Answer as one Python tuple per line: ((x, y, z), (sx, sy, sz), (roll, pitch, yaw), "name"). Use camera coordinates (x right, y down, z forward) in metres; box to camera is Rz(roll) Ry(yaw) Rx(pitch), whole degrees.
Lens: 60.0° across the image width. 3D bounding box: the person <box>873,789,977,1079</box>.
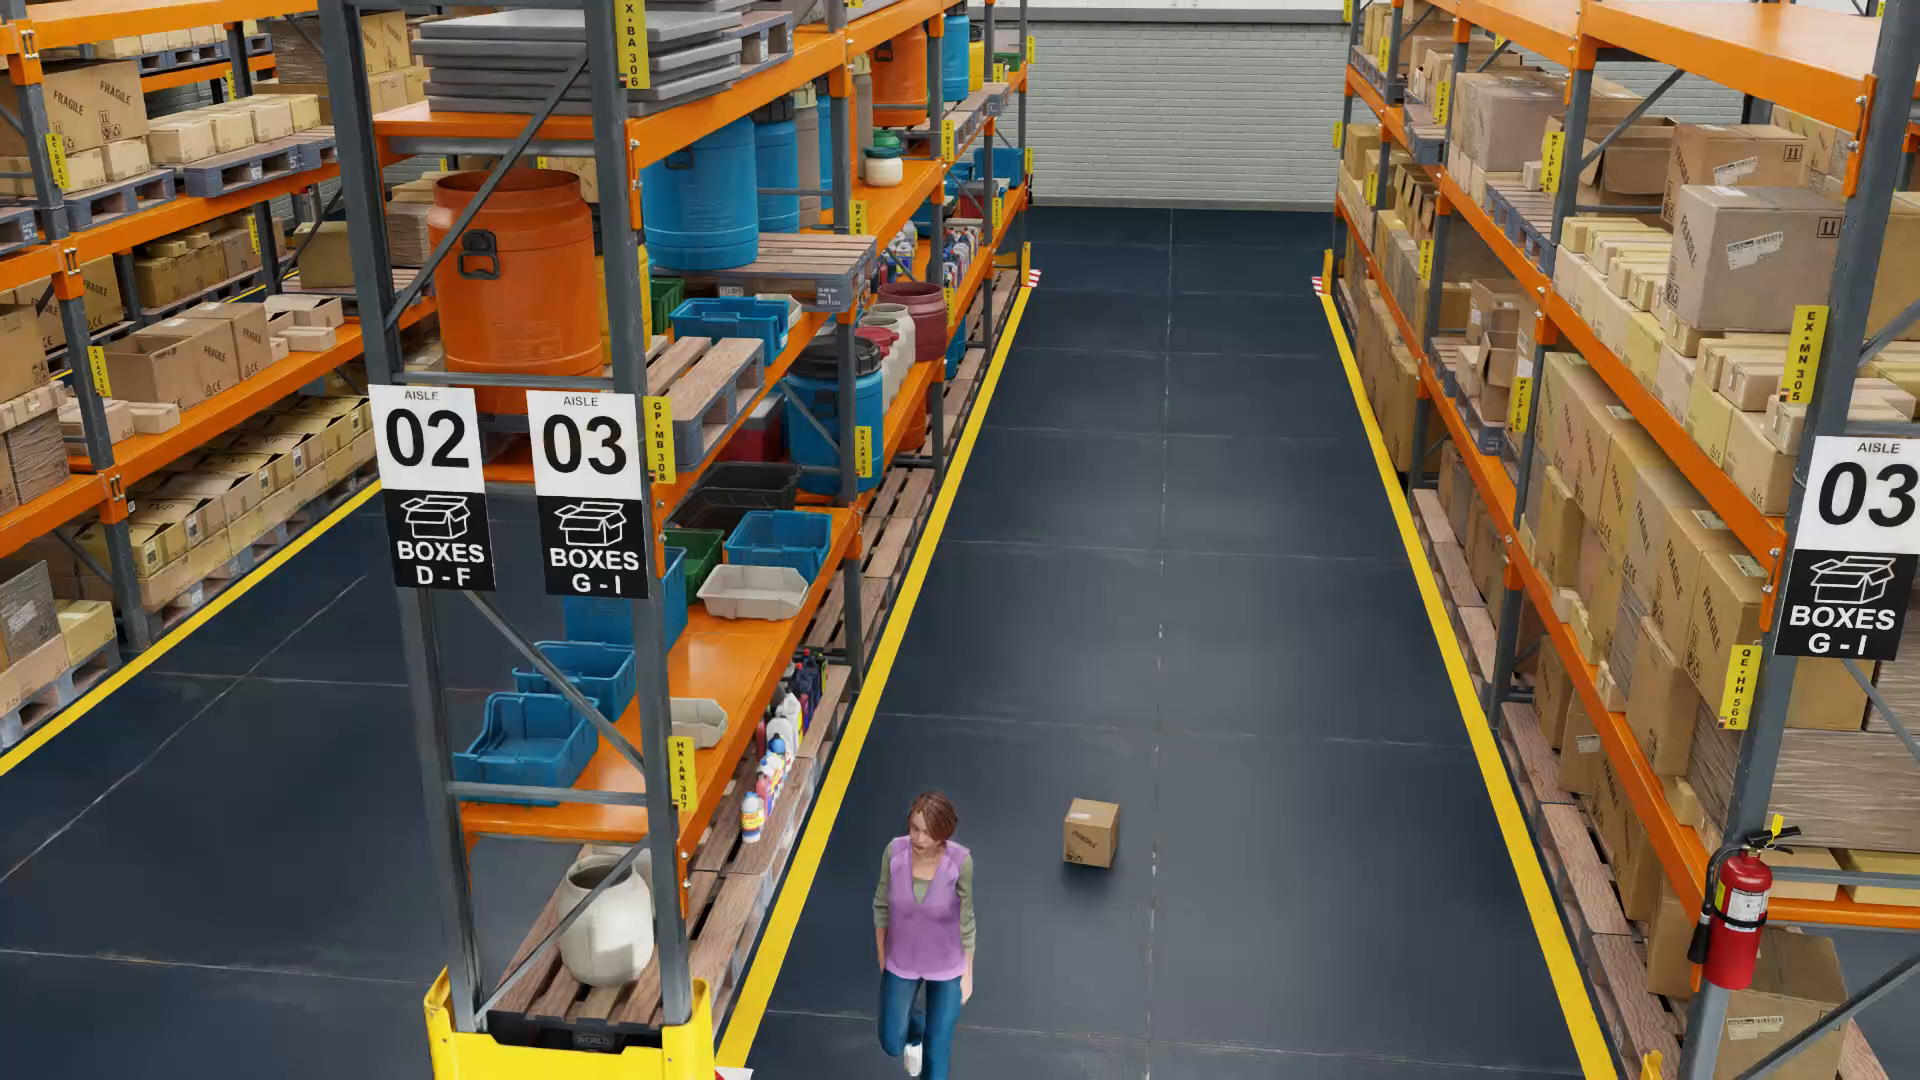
((-0.136, 1.690, 6.753), (0.426, 1.588, 0.574), (3, 22, 9), "person")
